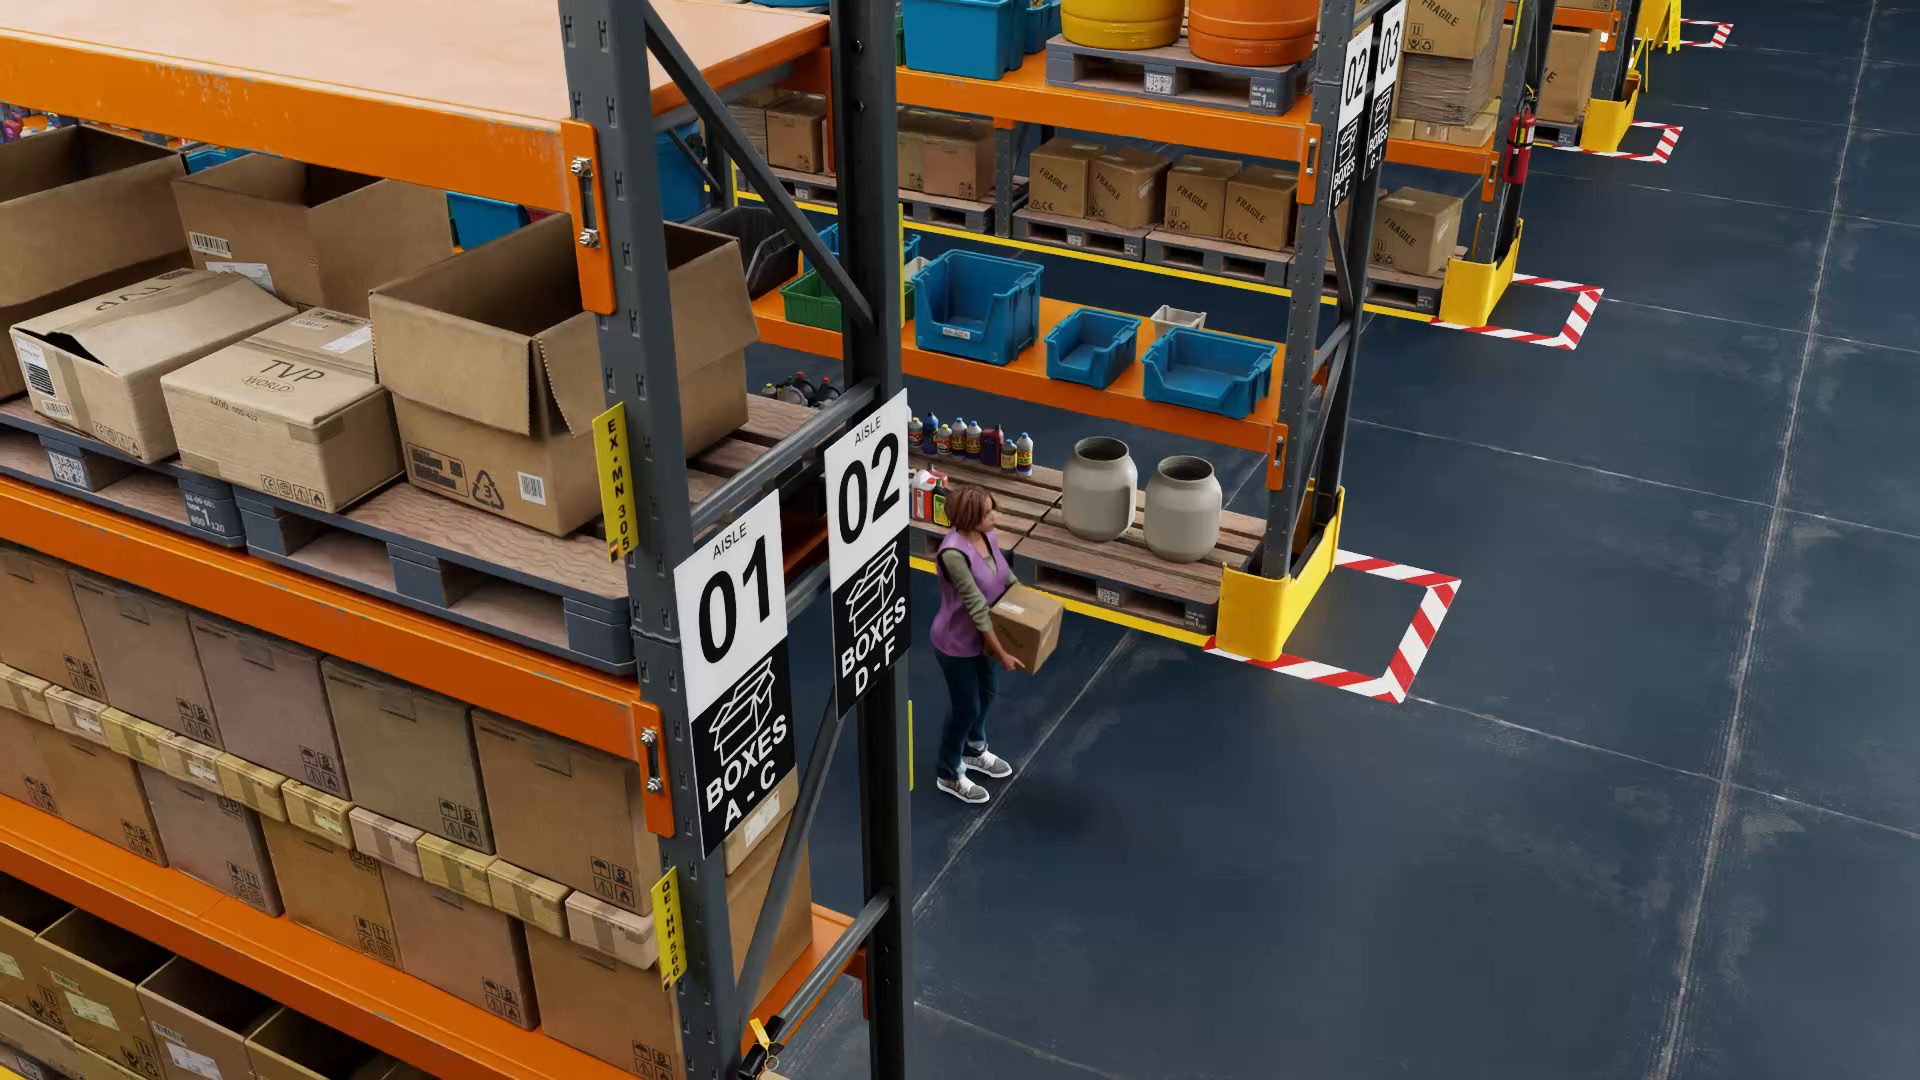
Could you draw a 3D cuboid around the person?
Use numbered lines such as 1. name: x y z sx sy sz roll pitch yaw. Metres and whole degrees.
1. person: 0.121 0.473 7.490 0.502 1.600 0.375 14 33 23
